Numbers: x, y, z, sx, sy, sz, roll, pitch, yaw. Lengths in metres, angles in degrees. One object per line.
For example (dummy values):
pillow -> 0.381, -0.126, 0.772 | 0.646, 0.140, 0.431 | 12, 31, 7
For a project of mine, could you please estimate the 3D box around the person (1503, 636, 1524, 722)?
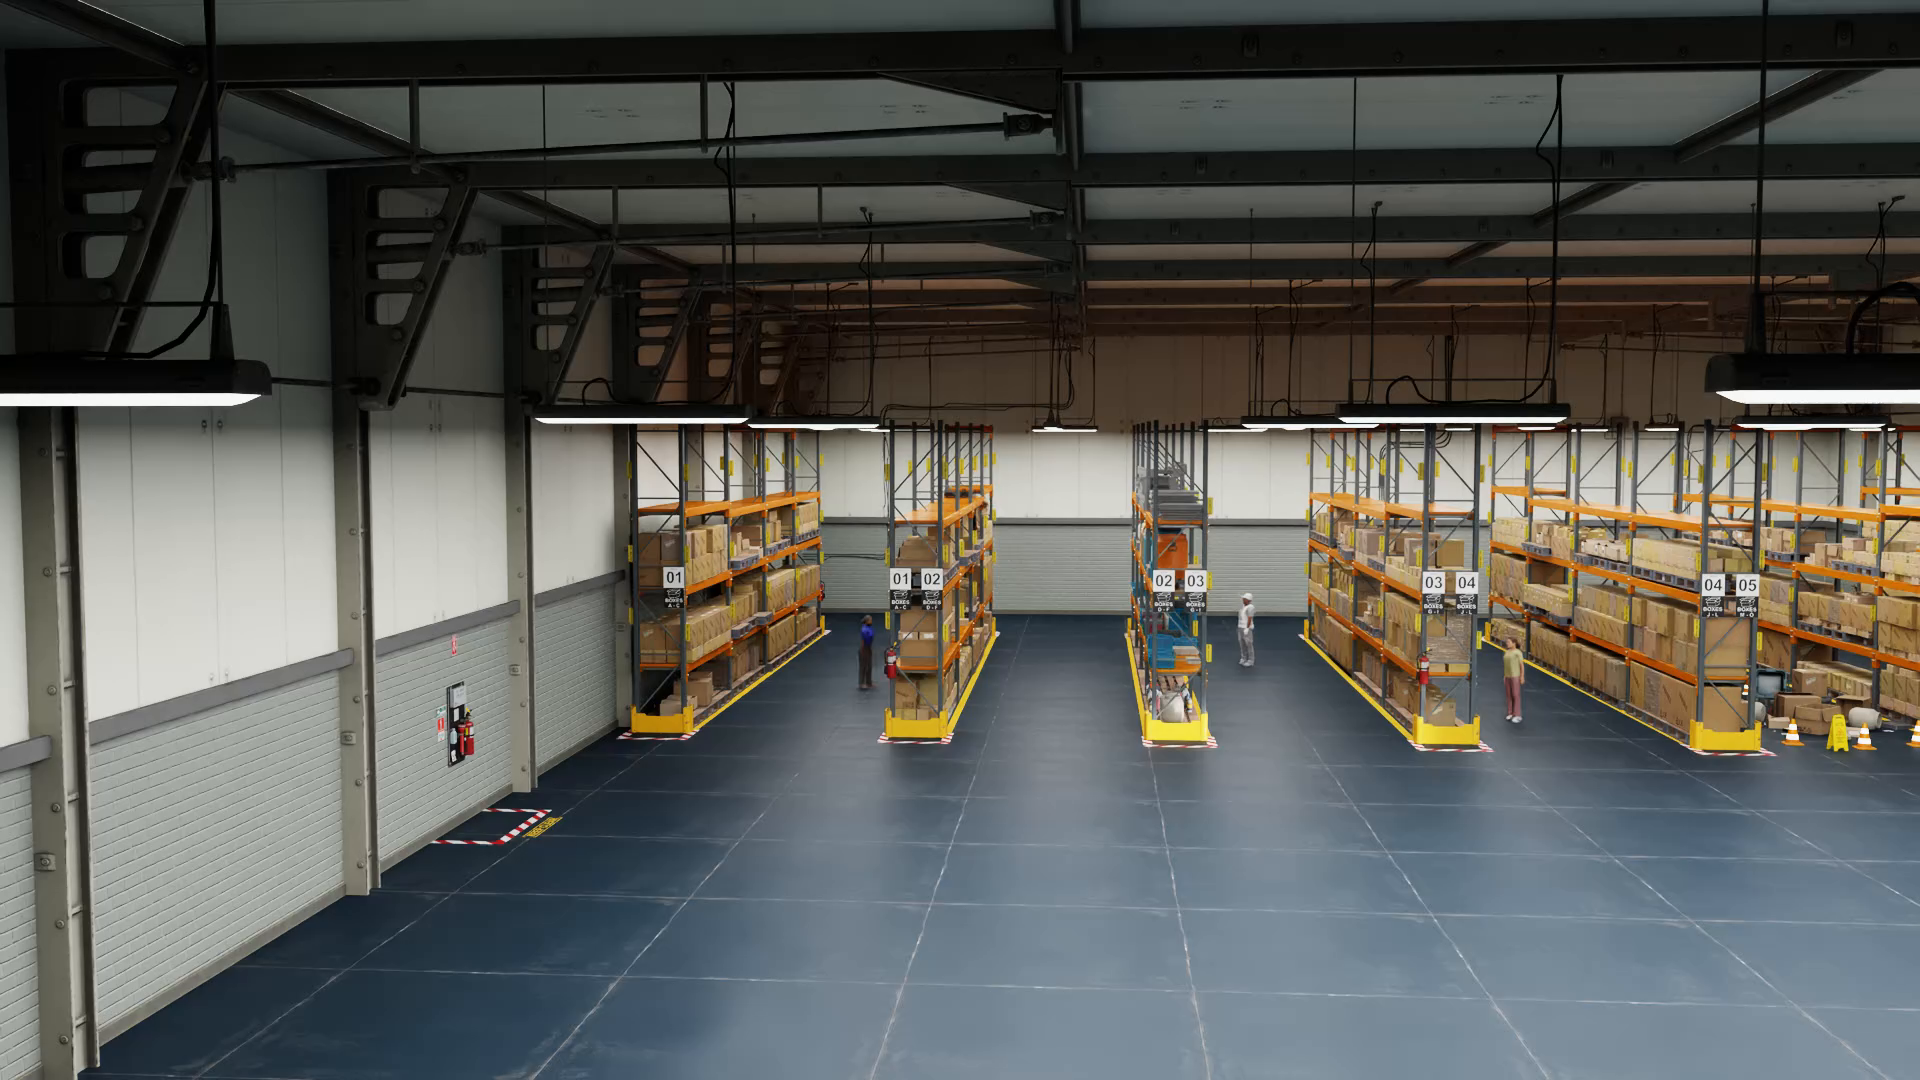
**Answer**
person -> 11.073, 2.775, 33.349 | 0.442, 1.682, 0.579 | -1, 4, -22

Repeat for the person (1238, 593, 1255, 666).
person -> 7.109, 2.210, 41.357 | 0.438, 1.788, 0.573 | -2, 4, -26

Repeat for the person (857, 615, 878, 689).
person -> -2.103, 2.523, 37.529 | 0.406, 1.675, 0.482 | 1, 4, 12
